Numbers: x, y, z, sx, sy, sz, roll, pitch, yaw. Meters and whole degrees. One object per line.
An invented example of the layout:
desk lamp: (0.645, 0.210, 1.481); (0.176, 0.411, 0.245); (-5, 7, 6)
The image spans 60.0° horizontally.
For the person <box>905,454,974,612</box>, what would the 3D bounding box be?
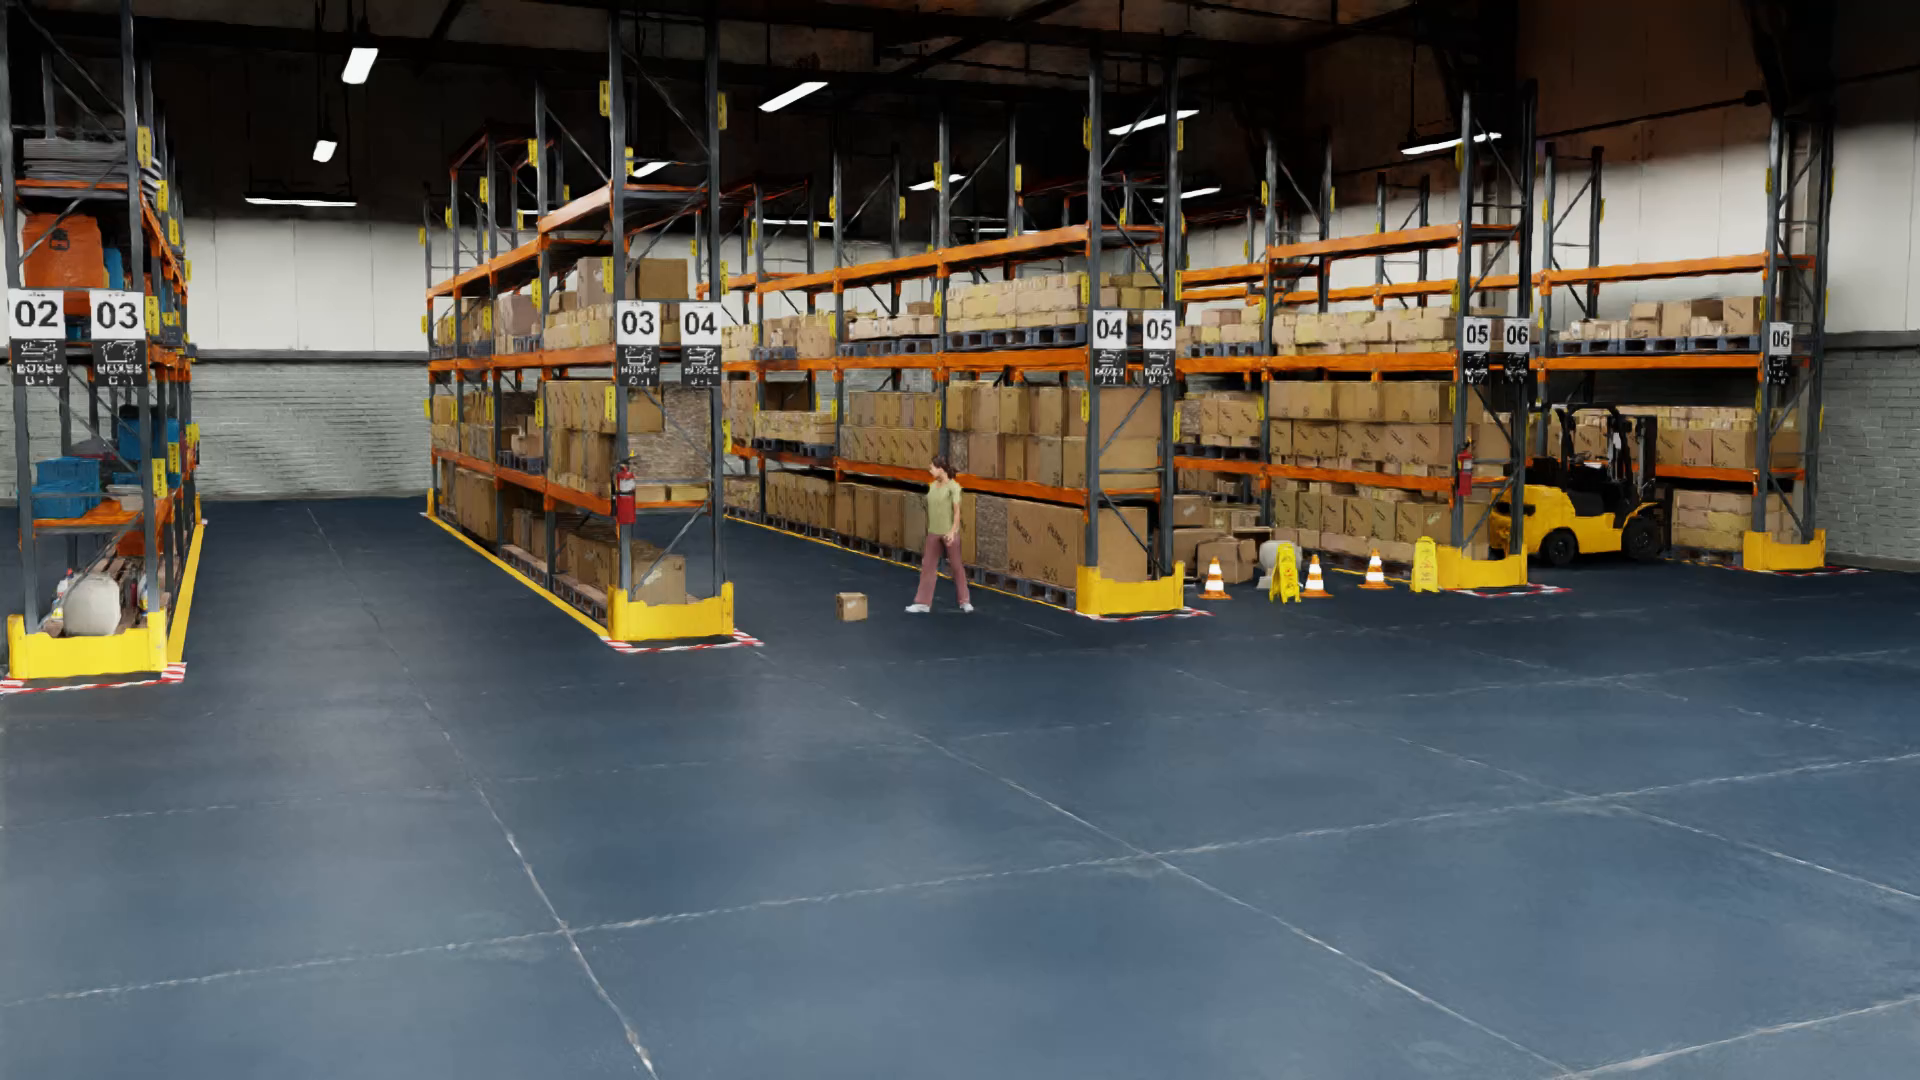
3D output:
person: (-0.175, -0.068, 17.483); (0.570, 1.661, 0.654); (4, 7, 34)
